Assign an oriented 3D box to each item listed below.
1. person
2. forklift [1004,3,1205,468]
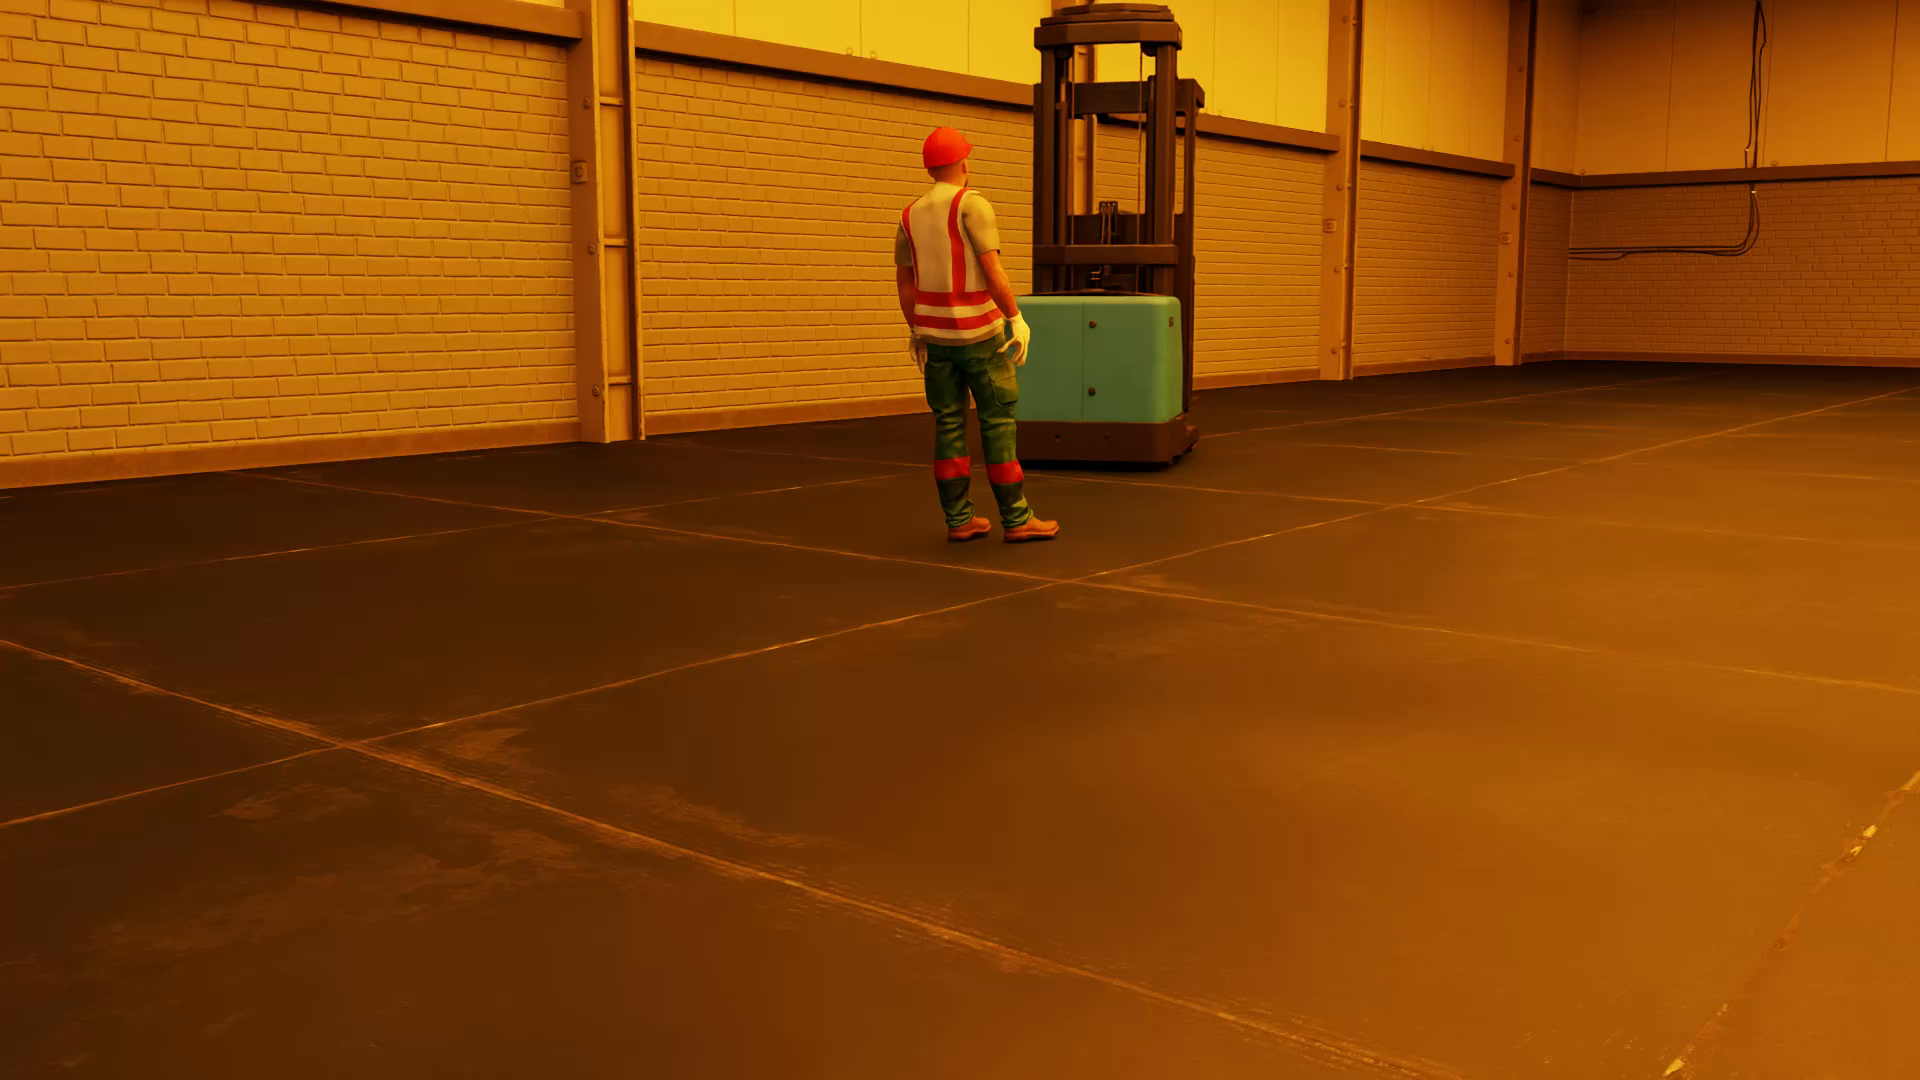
[{"bbox_3d":[0.060,-0.900,7.328,0.637,1.787,0.564,7,11,38],"label":"person"},{"bbox_3d":[1.091,-2.081,11.505,1.130,2.935,3.031,2,9,13],"label":"forklift"}]
